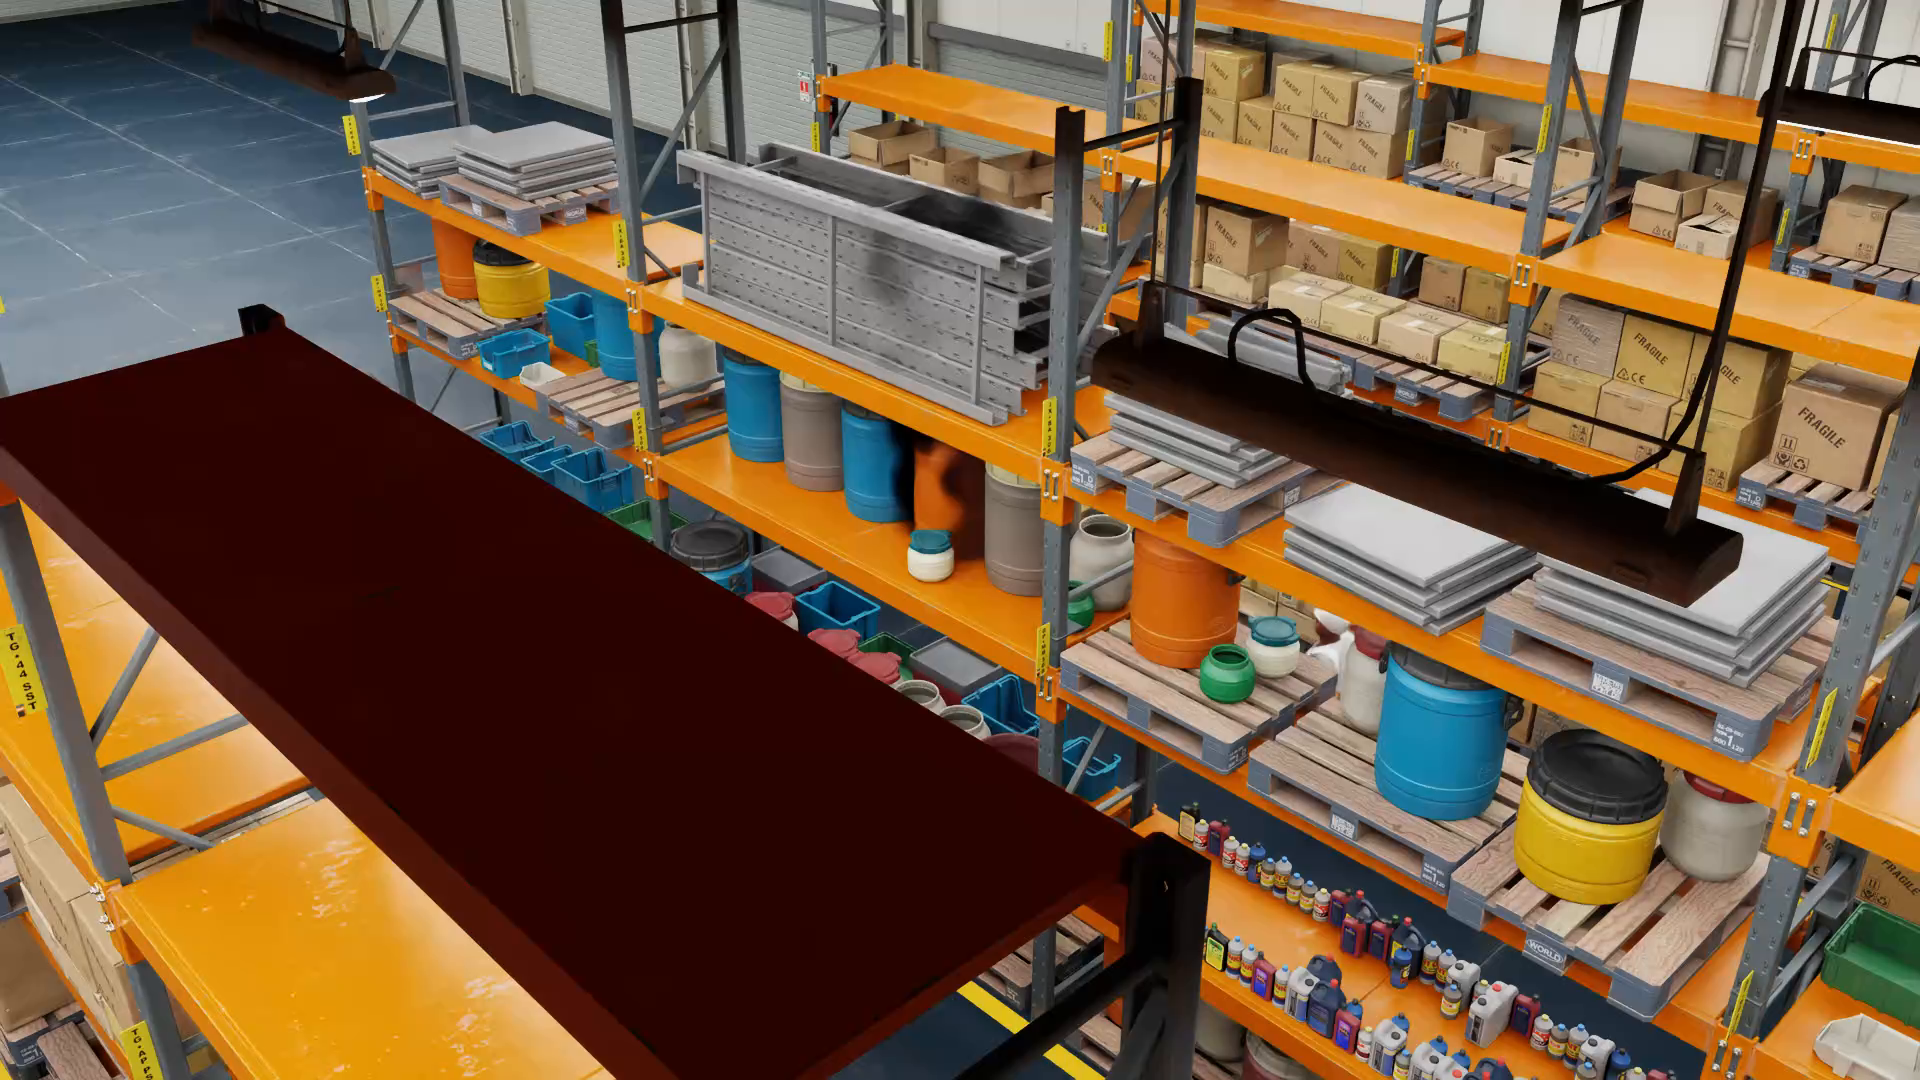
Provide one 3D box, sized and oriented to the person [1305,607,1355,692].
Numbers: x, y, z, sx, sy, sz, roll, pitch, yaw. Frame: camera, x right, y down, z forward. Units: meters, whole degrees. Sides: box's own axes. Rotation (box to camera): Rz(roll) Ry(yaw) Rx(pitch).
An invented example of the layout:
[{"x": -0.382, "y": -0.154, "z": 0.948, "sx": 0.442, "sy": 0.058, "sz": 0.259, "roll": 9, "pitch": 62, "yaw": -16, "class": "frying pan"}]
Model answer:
[{"x": 2.611, "y": 1.219, "z": 12.133, "sx": 0.569, "sy": 1.744, "sz": 0.679, "roll": 19, "pitch": 34, "yaw": 31, "class": "person"}]
